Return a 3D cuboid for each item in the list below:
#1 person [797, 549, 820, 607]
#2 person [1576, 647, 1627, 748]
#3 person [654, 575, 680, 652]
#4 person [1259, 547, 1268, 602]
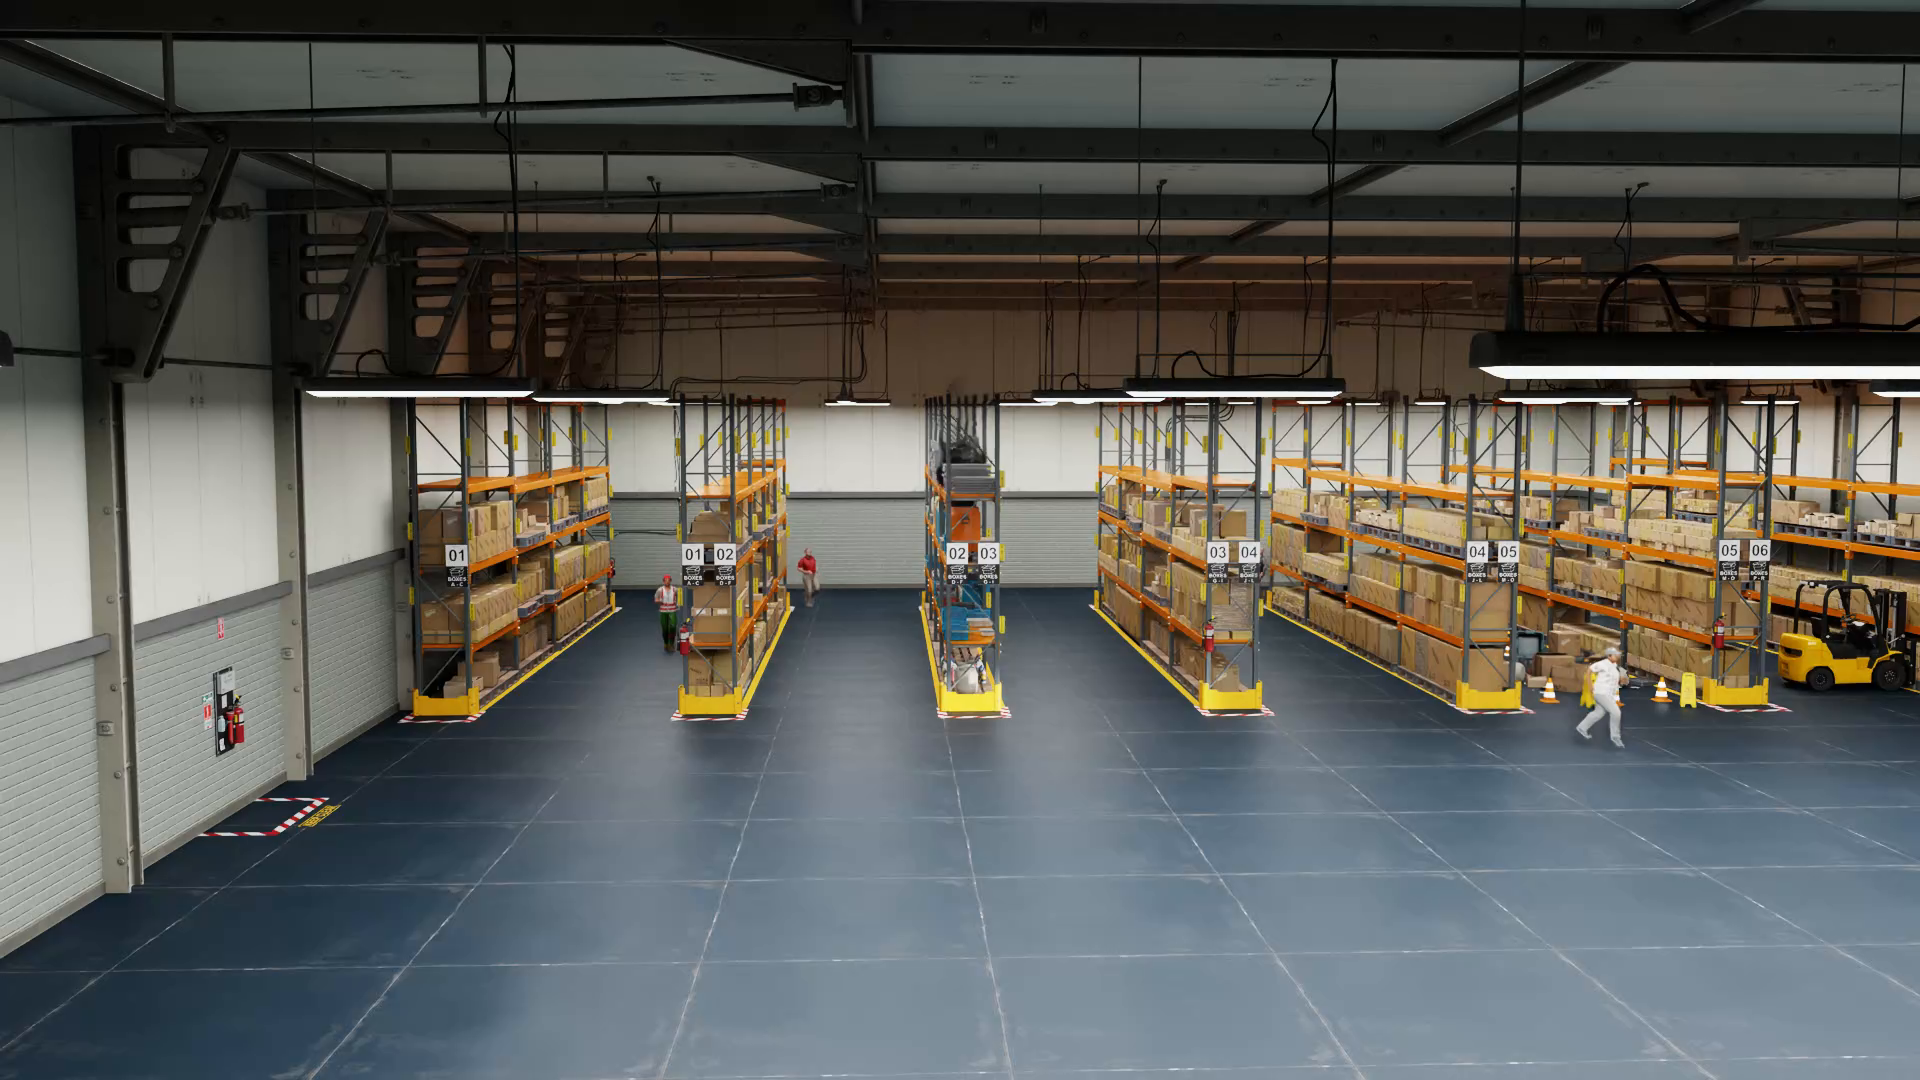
[{"bbox_3d":[-4.346,1.090,47.968,0.696,1.683,0.522,-4,6,-41],"label":"person"},{"bbox_3d":[10.951,2.667,28.386,0.859,1.713,0.627,4,6,42],"label":"person"},{"bbox_3d":[-6.883,1.732,39.224,0.632,1.824,0.705,-1,5,-10],"label":"person"},{"bbox_3d":[8.673,1.052,48.765,0.630,1.717,0.702,0,5,2],"label":"person"}]
